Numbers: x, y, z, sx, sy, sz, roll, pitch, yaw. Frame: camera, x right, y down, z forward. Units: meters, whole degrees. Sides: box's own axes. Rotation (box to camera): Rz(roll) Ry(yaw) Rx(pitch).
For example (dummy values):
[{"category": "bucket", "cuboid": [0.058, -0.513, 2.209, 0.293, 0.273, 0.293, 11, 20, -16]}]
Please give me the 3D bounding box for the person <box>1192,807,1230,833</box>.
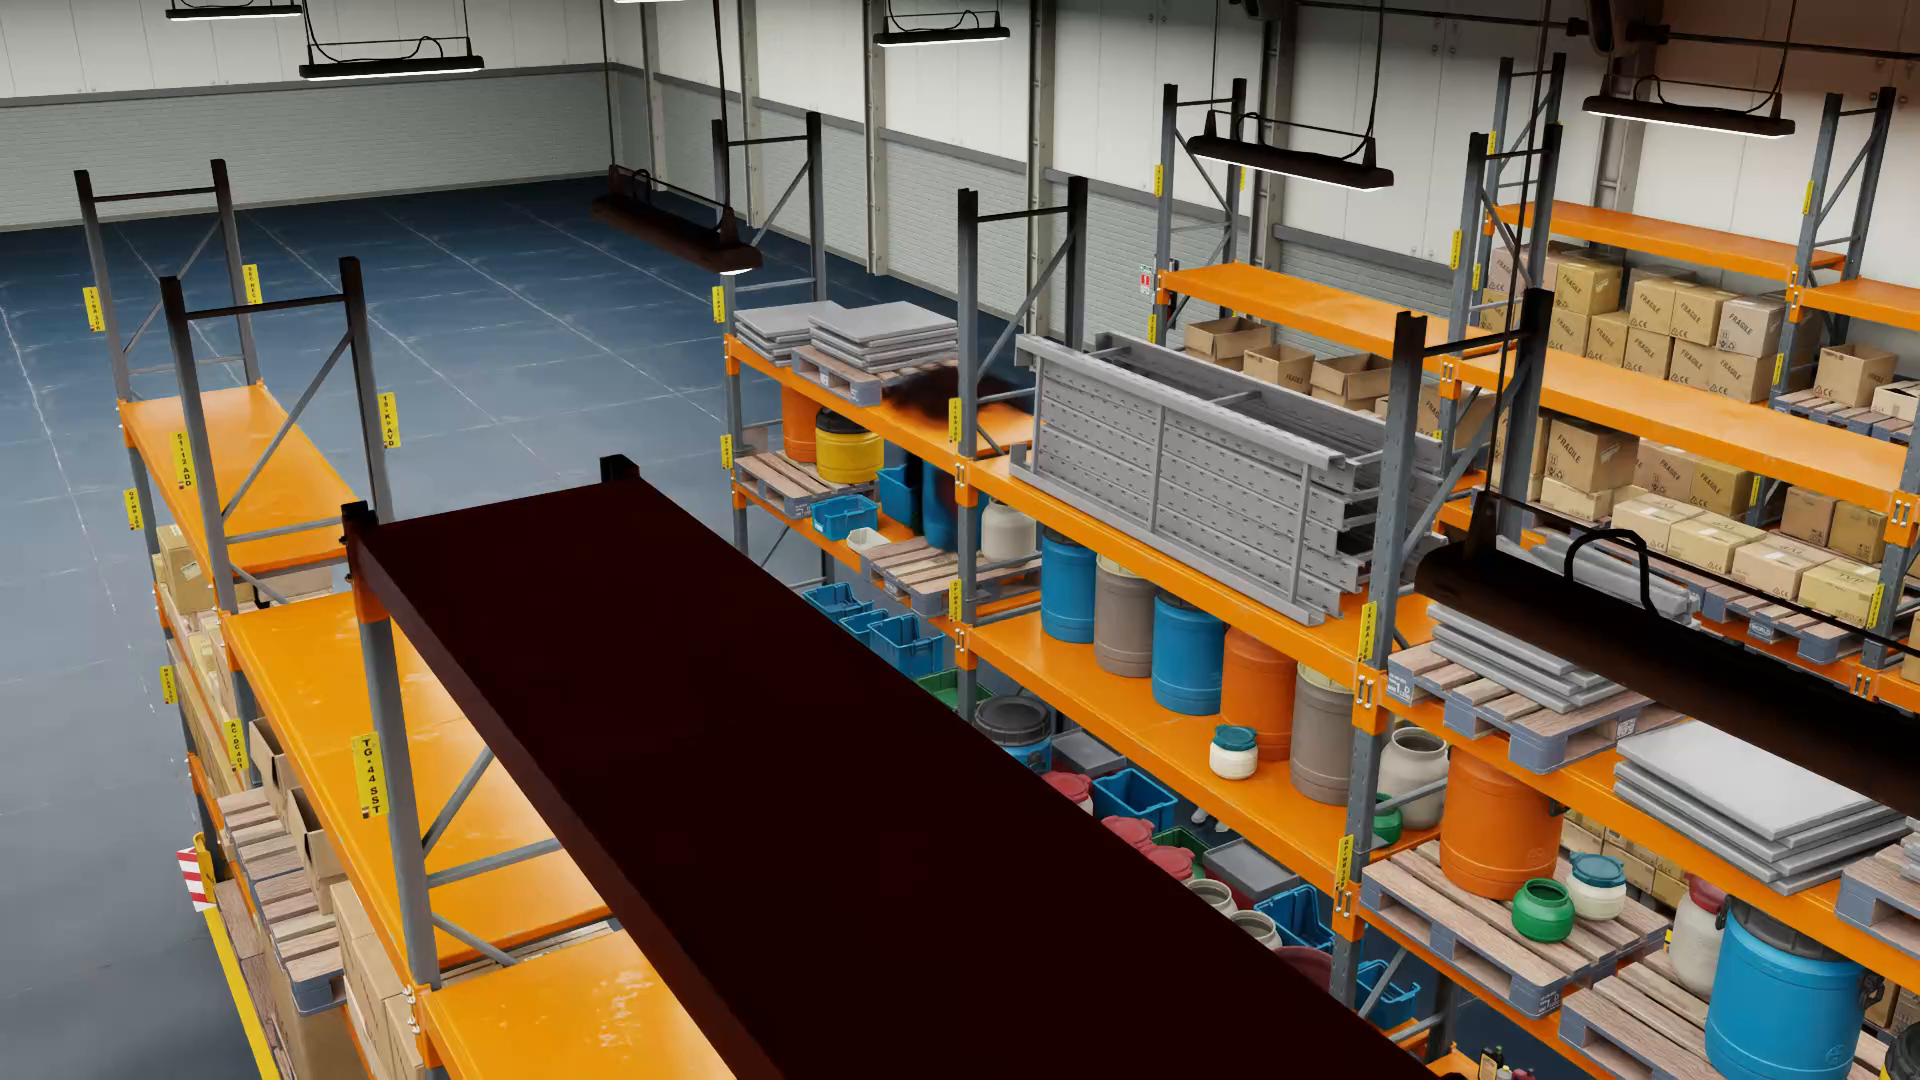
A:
[{"category": "person", "cuboid": [2.277, 1.735, 14.808, 0.450, 1.714, 0.528, -15, 27, -34]}]
